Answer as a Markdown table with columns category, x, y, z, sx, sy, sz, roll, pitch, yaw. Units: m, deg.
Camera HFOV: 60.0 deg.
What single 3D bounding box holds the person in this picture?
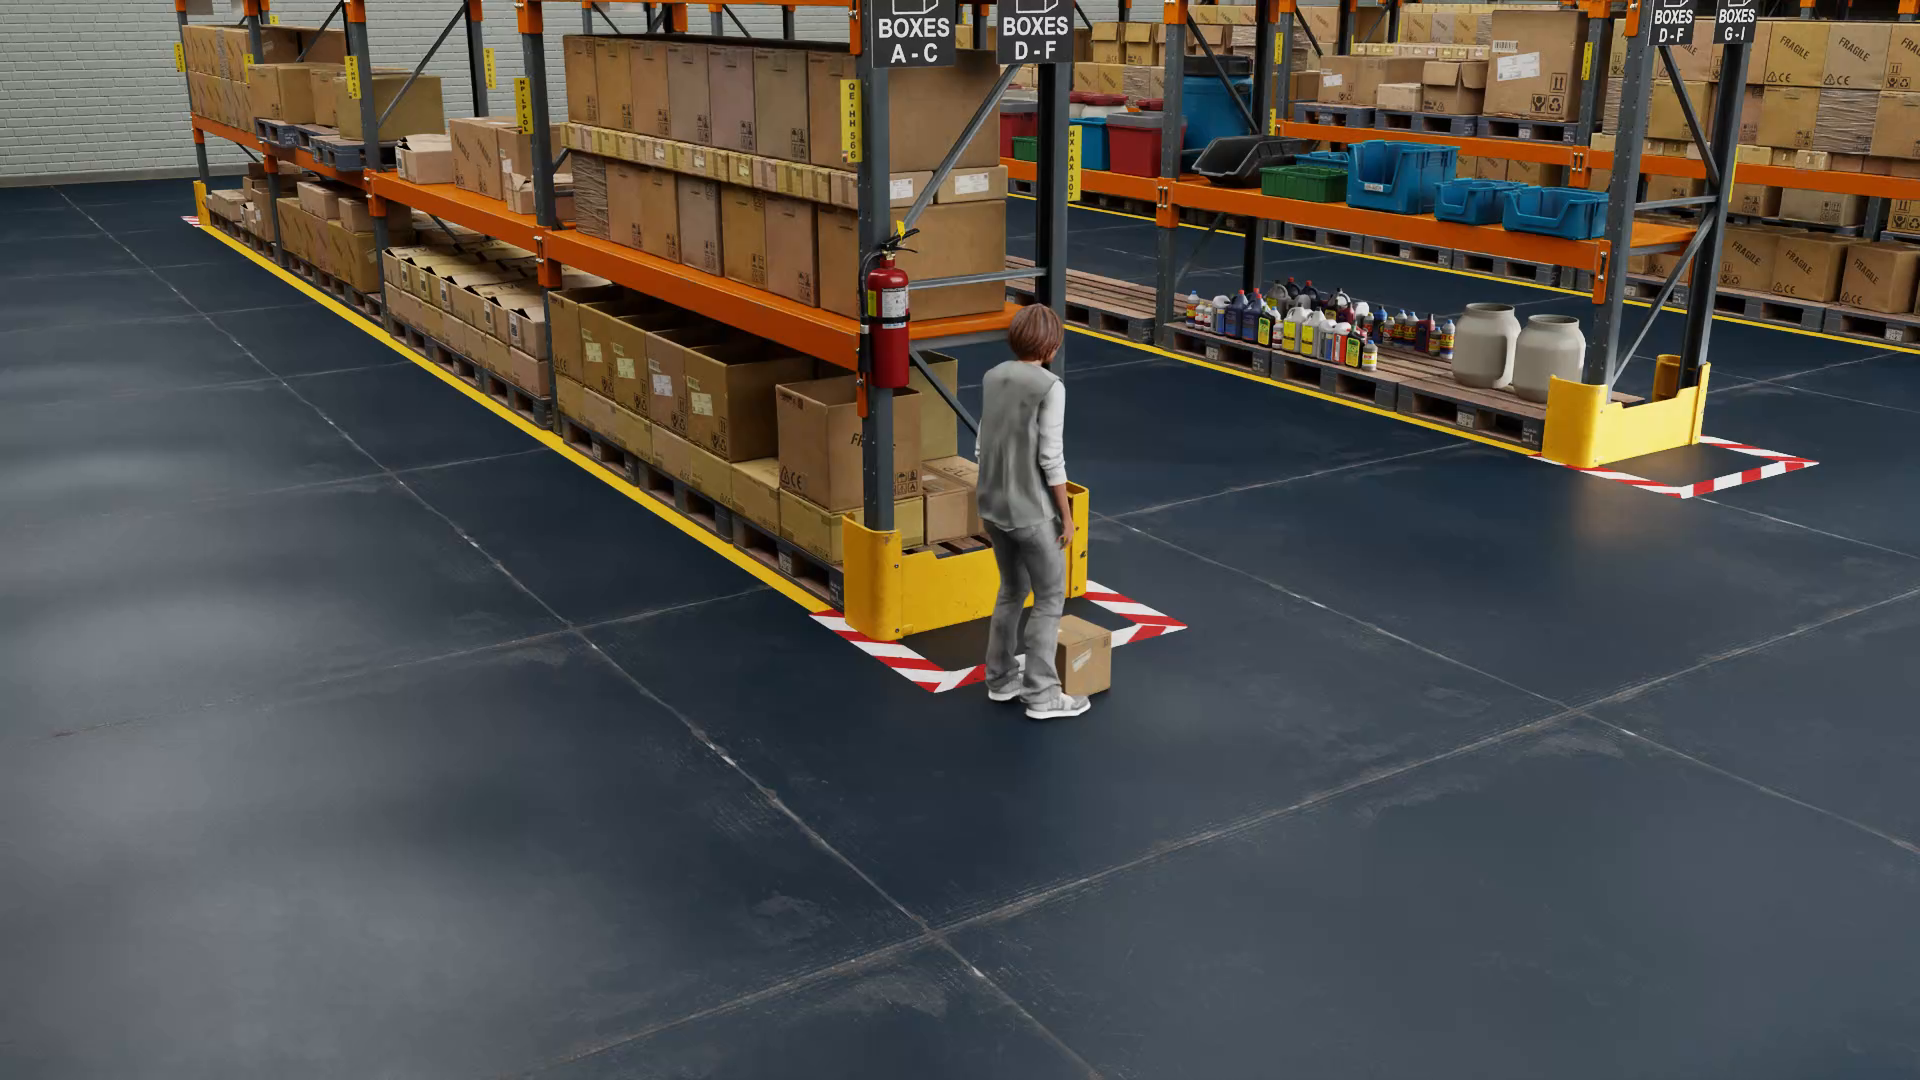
| category | x | y | z | sx | sy | sz | roll | pitch | yaw |
| --- | --- | --- | --- | --- | --- | --- | --- | --- | --- |
| person | 0.253 | -0.103 | 6.390 | 0.345 | 1.591 | 0.478 | -15 | 24 | -38 |
